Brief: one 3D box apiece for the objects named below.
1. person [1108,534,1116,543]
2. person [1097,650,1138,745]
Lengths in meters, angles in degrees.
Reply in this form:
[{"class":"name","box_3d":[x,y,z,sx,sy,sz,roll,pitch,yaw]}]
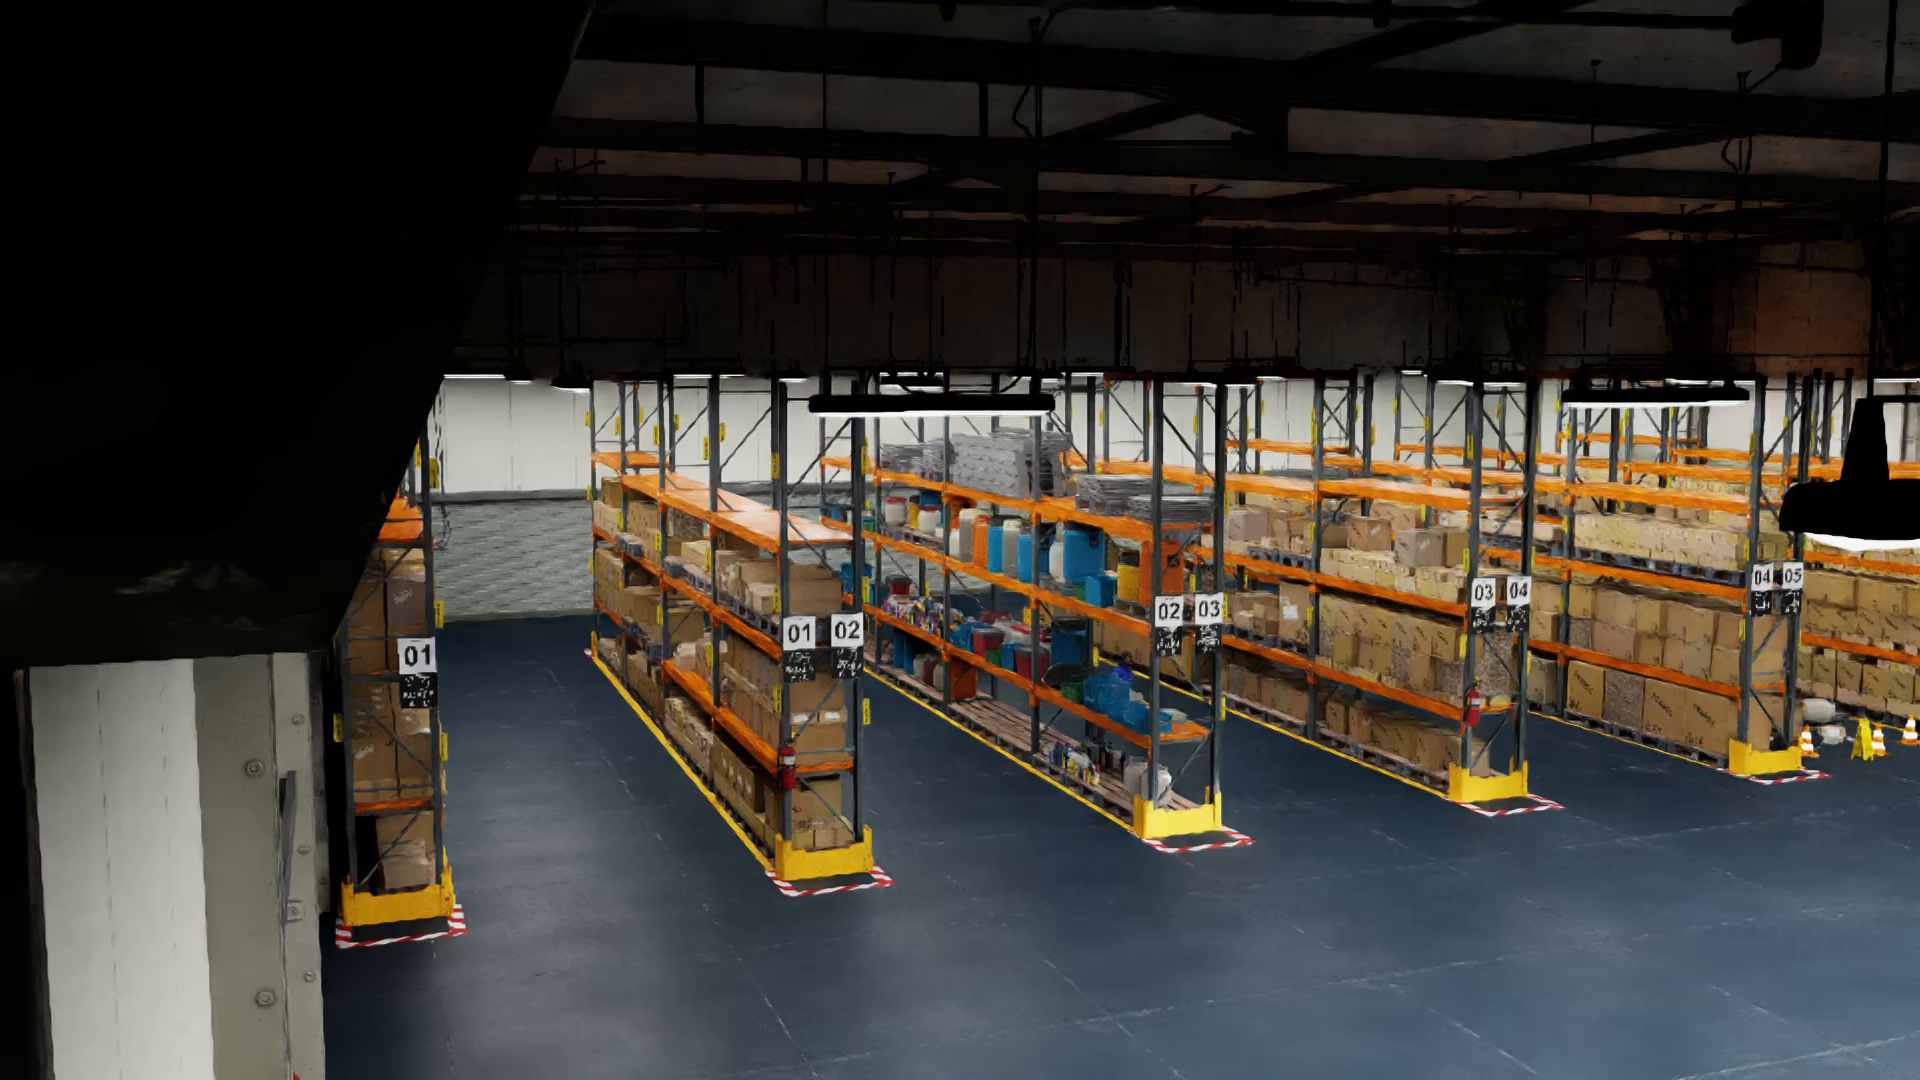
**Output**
[{"class":"person","box_3d":[3.859,0.631,43.260,0.595,1.771,0.572,2,7,15]},{"class":"person","box_3d":[2.601,2.574,26.844,0.625,1.529,0.799,-6,9,-42]}]
